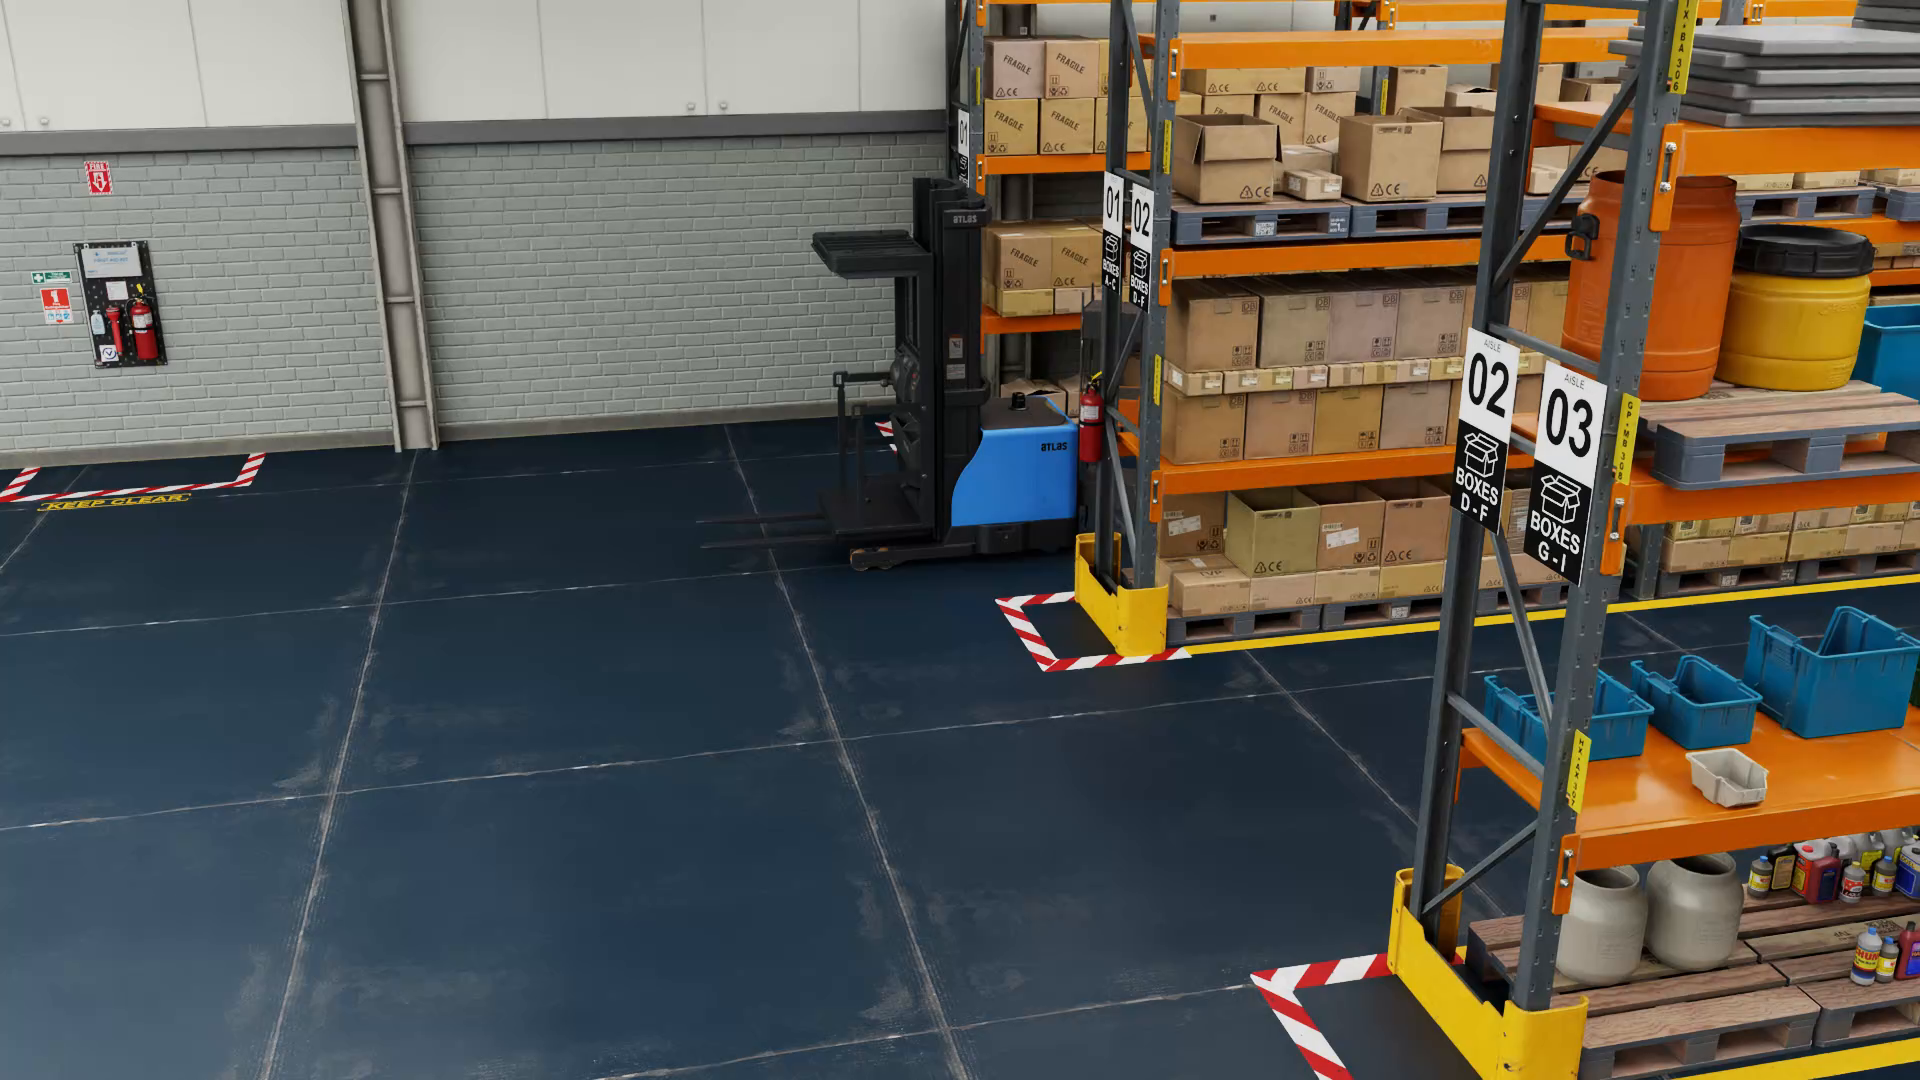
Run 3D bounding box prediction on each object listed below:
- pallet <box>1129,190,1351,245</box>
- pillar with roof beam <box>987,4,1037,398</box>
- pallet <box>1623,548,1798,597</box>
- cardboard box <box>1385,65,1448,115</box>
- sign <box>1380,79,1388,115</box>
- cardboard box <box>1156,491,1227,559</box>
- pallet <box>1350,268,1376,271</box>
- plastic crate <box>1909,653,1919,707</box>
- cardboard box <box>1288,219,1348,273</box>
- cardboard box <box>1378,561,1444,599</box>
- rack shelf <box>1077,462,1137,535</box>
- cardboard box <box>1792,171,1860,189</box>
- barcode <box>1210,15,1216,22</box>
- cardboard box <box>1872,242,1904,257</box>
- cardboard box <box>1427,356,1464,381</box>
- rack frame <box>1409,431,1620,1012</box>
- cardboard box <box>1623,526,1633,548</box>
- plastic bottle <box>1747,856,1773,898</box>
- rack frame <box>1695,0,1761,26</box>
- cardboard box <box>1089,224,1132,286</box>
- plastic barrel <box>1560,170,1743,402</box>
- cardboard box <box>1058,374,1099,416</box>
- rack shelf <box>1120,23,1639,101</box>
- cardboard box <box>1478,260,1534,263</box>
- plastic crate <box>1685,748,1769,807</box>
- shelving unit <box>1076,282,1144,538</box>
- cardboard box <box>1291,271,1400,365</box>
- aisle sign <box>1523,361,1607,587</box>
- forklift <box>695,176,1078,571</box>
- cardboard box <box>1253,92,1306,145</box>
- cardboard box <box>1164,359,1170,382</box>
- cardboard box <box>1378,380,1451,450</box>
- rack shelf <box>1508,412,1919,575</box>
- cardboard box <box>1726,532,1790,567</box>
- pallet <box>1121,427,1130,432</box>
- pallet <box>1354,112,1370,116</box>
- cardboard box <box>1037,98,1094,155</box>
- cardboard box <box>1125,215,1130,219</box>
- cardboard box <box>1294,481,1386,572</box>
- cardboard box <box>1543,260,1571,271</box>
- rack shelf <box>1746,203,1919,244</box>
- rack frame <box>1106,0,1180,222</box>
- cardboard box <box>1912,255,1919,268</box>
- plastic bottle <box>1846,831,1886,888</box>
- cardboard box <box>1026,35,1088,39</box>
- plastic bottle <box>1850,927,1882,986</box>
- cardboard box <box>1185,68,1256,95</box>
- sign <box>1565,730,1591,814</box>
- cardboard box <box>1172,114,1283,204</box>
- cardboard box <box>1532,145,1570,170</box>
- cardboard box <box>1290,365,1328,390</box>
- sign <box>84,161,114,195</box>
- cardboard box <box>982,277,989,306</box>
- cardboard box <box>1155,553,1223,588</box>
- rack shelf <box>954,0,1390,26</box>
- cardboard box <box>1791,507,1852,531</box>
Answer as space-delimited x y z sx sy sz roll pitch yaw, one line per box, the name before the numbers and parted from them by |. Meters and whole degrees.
pallet | 1.873 -2.213 11.263 1.213 0.211 1.003 -5 21 -12
pillar with roof beam | 1.508 -4.178 12.136 0.400 9.000 9.100 -5 21 -12
pallet | 5.779 0.122 13.173 1.213 0.211 1.003 -5 21 -12
cardboard box | 4.478 -4.442 16.464 0.500 0.500 0.500 -2 20 -5
sign | 4.060 -4.244 15.926 0.005 0.325 0.100 -5 21 -12
cardboard box | 1.632 -0.199 12.294 0.500 0.500 0.500 -5 21 -12
pallet | 4.705 -2.695 17.090 1.213 0.211 1.003 -5 21 -12
plastic crate | 4.822 0.655 7.973 0.662 0.188 0.450 -5 21 -12
cardboard box | 3.539 -2.923 16.533 0.500 0.500 0.500 -5 21 -13
cardboard box | 3.212 0.209 12.270 0.500 0.250 0.500 -5 21 -12
rack shelf | 1.248 -0.324 13.718 0.480 0.518 0.431 6 21 15
cardboard box | 6.207 -2.741 12.182 0.500 0.250 0.500 -7 21 -18
barcode | 2.476 -5.108 16.274 0.075 0.075 0.001 -5 21 -12
cardboard box | 9.852 -3.360 18.019 0.500 0.500 0.500 -4 21 -11
cardboard box | 3.362 -1.252 11.782 0.250 0.149 0.380 -4 20 -11
rack frame | 2.315 0.859 7.107 0.127 3.000 1.000 -5 21 -12
cardboard box | 5.408 -0.151 13.254 0.500 0.250 0.500 -5 21 -13
plastic bottle | 4.001 1.675 8.310 0.097 0.201 0.097 0 20 0
rack frame | 7.821 -5.907 16.857 0.127 3.000 1.000 -5 21 -12
cardboard box | 1.557 -2.760 16.086 0.500 0.500 0.500 -5 21 -14
plastic barrel | 2.759 -1.029 6.666 0.708 0.830 0.600 -5 21 -12
cardboard box | 1.284 -1.471 16.738 0.500 0.311 0.500 -3 20 -8
rack shelf | 3.125 -3.249 11.227 4.000 0.370 1.077 -5 21 -12
cardboard box | 5.610 -3.160 17.296 0.500 0.500 0.700 -2 20 -5
plastic crate | 3.260 1.020 7.052 0.250 0.136 0.298 -5 21 -12
shelving unit | 1.248 -0.993 13.469 0.503 2.100 0.431 6 21 15
cardboard box | 2.688 -1.575 11.723 0.500 0.500 0.700 -5 21 -12
aisle sign | 2.312 -0.257 6.377 0.004 0.787 0.394 -5 21 -12
forklift | -0.616 -1.331 13.186 3.031 2.935 1.130 -4 21 -11
cardboard box | 2.998 -4.080 16.055 0.500 0.500 0.500 -6 21 -17
cardboard box | 1.507 -1.244 11.762 0.250 0.149 0.380 -5 21 -13
cardboard box | 3.142 -1.002 12.043 0.500 0.500 0.700 -4 21 -11
rack shelf | 4.261 -0.370 7.147 4.000 0.370 1.077 -5 21 -12
cardboard box | 6.019 -0.011 12.869 0.500 0.250 0.500 -4 21 -11
pallet | 2.093 -1.301 17.060 1.213 0.211 1.003 -5 21 -12
pallet | 4.553 -4.107 16.577 1.003 0.211 1.213 -5 21 -12
cardboard box | 0.949 -3.895 15.551 0.500 0.500 0.500 -3 20 -9
cardboard box | 1.929 -2.975 16.674 0.500 0.500 0.500 -4 21 -12
cardboard box | 2.722 -0.109 12.048 0.500 0.500 0.500 -5 21 -12
cardboard box | 4.641 -1.734 12.157 0.500 0.500 0.700 -5 21 -12
rack shelf | 7.018 -2.344 12.539 4.000 0.370 1.077 -5 21 -12
rack frame | 1.179 -3.616 10.603 0.127 3.000 1.000 -5 21 -12
cardboard box | 10.450 -3.105 18.267 0.250 0.149 0.380 -5 21 -12
plastic bottle | 4.548 1.568 8.384 0.185 0.351 0.144 -4 20 -10
cardboard box | 0.923 -4.560 15.912 0.500 0.500 0.500 -3 20 -9
plastic bottle | 4.151 1.895 7.608 0.097 0.271 0.097 0 20 0
cardboard box | 2.466 -4.485 15.710 0.500 0.500 0.500 -5 21 -14
sign | 2.437 0.914 6.556 0.005 0.325 0.100 -5 21 -12
cardboard box | 1.739 -2.563 11.125 0.637 0.503 0.797 -3 20 -9
cardboard box | 3.995 -2.751 11.917 0.500 0.311 0.500 -6 21 -15
cardboard box | 2.356 -1.170 11.558 0.250 0.149 0.380 -5 21 -13
sign | -7.766 -3.265 14.997 0.199 0.298 0.001 -5 21 -12
cardboard box | 0.446 -2.498 16.461 0.500 0.250 0.500 -4 21 -12
cardboard box | 1.633 0.154 12.421 0.500 0.250 0.500 -5 21 -12
rack shelf | 1.982 -5.093 15.685 4.000 0.370 1.077 -5 21 -12
cardboard box | 6.523 -0.313 12.881 0.500 0.311 0.500 -5 21 -14
